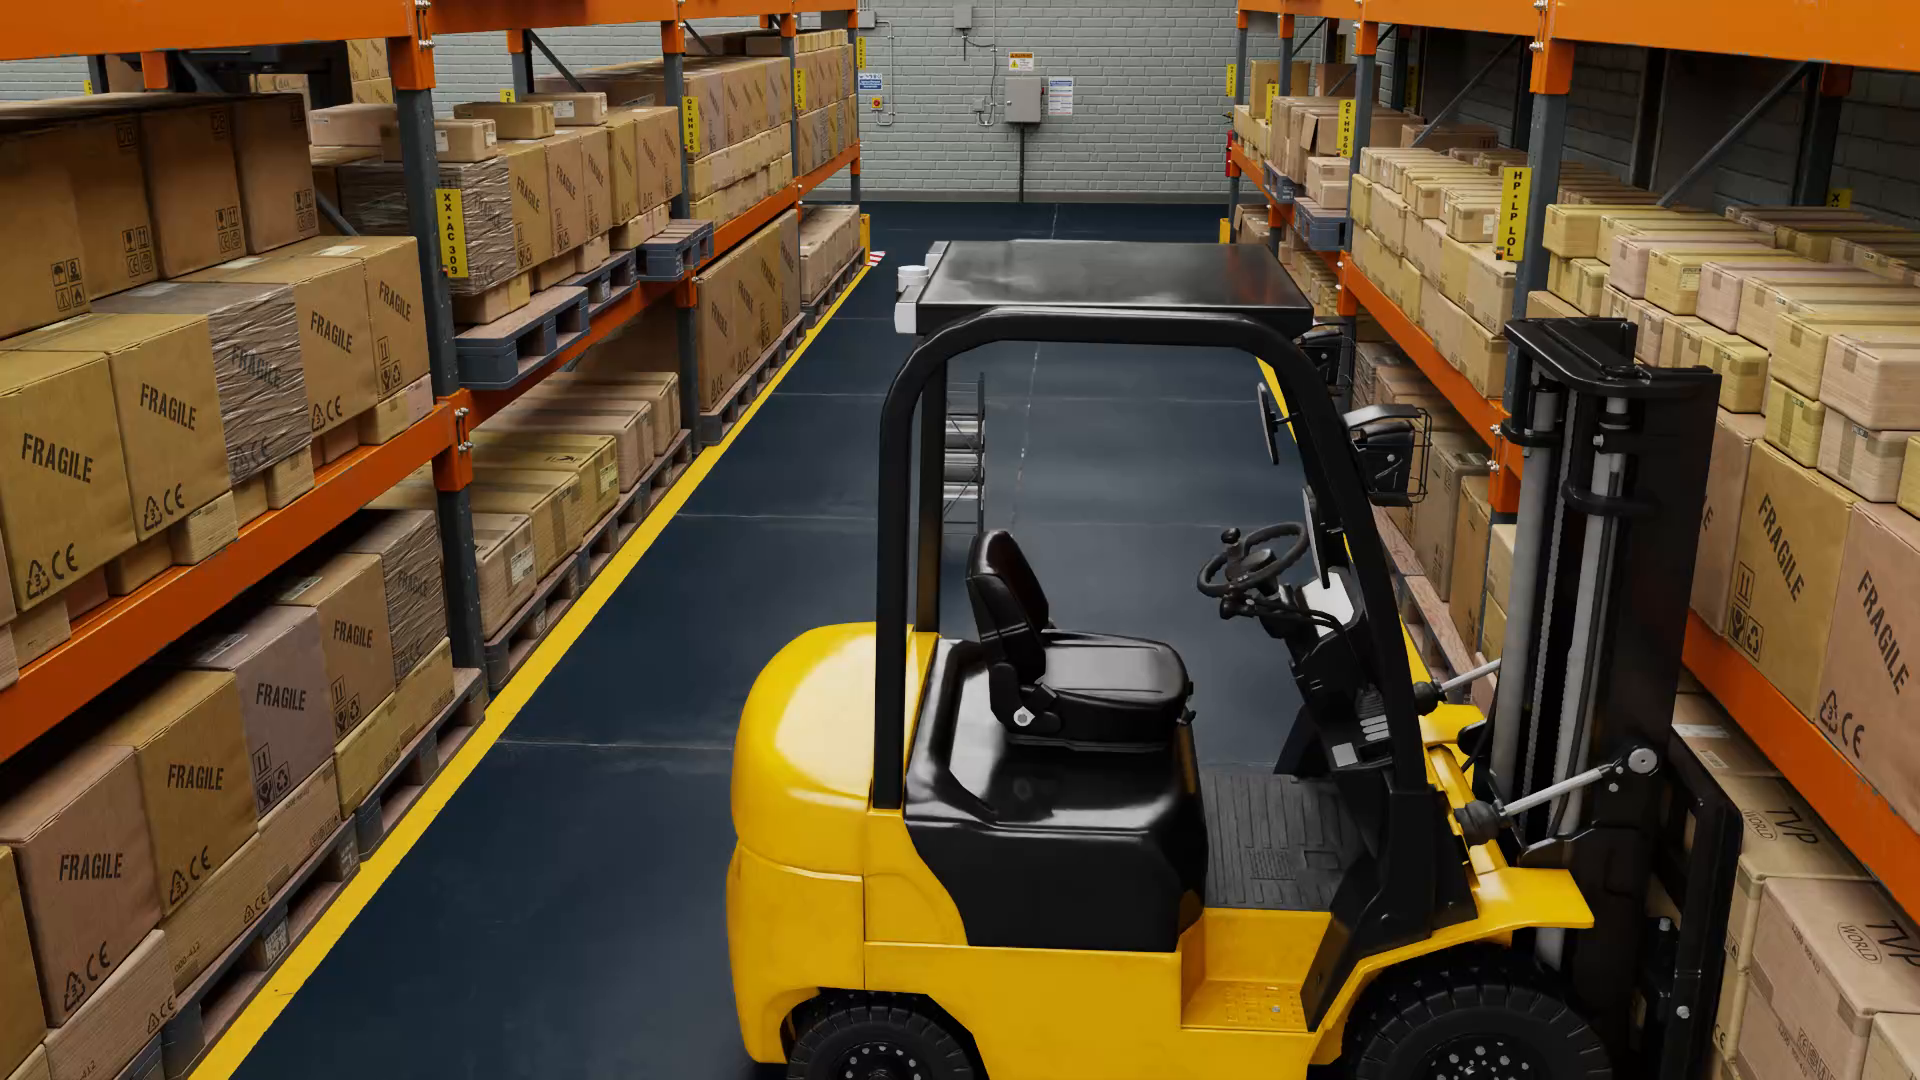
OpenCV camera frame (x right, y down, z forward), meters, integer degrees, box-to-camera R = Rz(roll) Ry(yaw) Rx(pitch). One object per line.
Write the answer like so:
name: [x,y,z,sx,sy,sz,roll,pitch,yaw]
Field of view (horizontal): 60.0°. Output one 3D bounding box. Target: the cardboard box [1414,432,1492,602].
cardboard box: [2.598,-0.108,7.574,0.875,0.625,0.625,1,18,3]

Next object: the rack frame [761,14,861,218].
rack frame: [-1.582,-4.470,17.748,1.000,3.000,0.127,1,18,4]

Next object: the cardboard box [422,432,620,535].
cardboard box: [-2.311,-0.296,8.556,0.950,0.372,0.625,2,18,6]

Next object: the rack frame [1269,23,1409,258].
rack frame: [3.082,-3.118,13.622,1.000,3.000,0.127,1,18,4]

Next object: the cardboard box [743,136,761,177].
cardboard box: [-1.738,-2.776,12.015,0.500,0.250,0.500,2,18,5]

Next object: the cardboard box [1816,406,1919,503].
cardboard box: [2.037,-0.181,3.455,0.380,0.149,0.250,1,18,2]

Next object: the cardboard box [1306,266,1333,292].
cardboard box: [2.760,-1.926,12.281,0.380,0.149,0.250,2,18,6]

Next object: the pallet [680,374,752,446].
pallet: [-2.024,-0.903,11.341,1.003,0.211,1.213,1,18,4]

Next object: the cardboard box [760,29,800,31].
cardboard box: [-1.832,-5.114,16.905,0.380,0.149,0.250,2,18,5]

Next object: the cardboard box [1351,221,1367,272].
cardboard box: [2.520,-1.672,9.450,0.500,0.250,0.500,1,18,4]

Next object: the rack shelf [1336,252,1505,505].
rack shelf: [2.652,-0.913,8.047,1.077,0.370,4.000,1,18,4]

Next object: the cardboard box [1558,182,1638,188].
cardboard box: [2.903,-1.566,7.683,0.380,0.149,0.250,1,18,4]

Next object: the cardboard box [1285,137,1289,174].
cardboard box: [2.600,-2.831,12.287,0.396,0.266,0.258,2,18,7]

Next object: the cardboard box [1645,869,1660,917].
cardboard box: [2.047,0.849,4.455,0.500,0.250,0.500,1,18,4]

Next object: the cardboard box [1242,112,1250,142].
cardboard box: [2.999,-3.982,16.020,0.500,0.250,0.500,1,18,3]

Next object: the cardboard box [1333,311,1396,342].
cardboard box: [2.578,-1.355,10.539,0.380,0.149,0.250,0,18,1]

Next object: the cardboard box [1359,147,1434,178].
cardboard box: [2.479,-2.139,9.432,0.380,0.149,0.250,2,18,6]

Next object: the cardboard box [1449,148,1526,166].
cardboard box: [2.974,-2.126,9.392,0.380,0.149,0.250,2,18,6]

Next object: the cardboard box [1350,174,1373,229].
cardboard box: [2.495,-1.910,9.374,0.500,0.250,0.500,1,18,4]

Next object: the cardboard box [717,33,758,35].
cardboard box: [-2.027,-4.476,14.957,0.380,0.149,0.250,1,18,3]

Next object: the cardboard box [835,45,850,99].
cardboard box: [-1.388,-4.675,16.606,0.500,0.500,0.500,1,18,4]

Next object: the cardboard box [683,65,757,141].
cardboard box: [-1.759,-3.127,11.883,0.500,0.500,0.500,2,18,5]

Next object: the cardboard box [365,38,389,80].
cardboard box: [-6.312,-5.066,17.321,0.500,0.500,0.500,1,18,3]

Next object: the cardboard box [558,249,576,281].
cardboard box: [-2.037,-1.311,7.835,0.380,0.149,0.250,1,18,4]

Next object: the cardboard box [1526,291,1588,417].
cardboard box: [2.216,-0.549,5.621,0.500,0.500,0.500,1,18,2]

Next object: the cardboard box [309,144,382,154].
cardboard box: [-2.604,-1.434,7.170,0.500,0.500,0.500,1,18,4]

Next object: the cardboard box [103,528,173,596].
cardboard box: [-2.338,0.035,4.403,0.380,0.149,0.250,1,18,2]

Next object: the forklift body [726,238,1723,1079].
forklift body: [0.538,0.383,4.301,2.313,2.155,1.214,1,18,4]

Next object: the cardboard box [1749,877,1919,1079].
cardboard box: [1.974,0.932,3.397,0.500,0.250,0.500,2,18,5]

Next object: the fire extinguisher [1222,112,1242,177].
fire extinguisher: [2.918,-4.202,17.654,0.296,0.674,0.183,1,18,4]

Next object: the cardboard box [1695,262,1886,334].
cardboard box: [2.176,-0.636,4.368,0.380,0.149,0.250,1,18,4]

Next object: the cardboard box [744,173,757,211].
cardboard box: [-1.775,-2.537,12.088,0.500,0.250,0.500,1,18,4]

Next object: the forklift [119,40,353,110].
forklift: [-4.676,-2.238,11.047,1.130,2.935,3.031,2,18,6]

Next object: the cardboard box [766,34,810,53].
cardboard box: [-1.530,-4.387,14.686,0.380,0.149,0.250,1,18,4]

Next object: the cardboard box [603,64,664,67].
cardboard box: [-2.265,-3.145,11.938,0.500,0.500,0.500,1,18,3]

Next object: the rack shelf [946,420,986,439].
rack shelf: [0.001,-0.570,8.745,0.258,0.077,0.200,1,18,4]

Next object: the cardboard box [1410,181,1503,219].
cardboard box: [2.315,-1.582,7.731,0.380,0.149,0.250,1,18,2]

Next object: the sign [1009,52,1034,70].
sign: [0.843,-6.588,22.884,0.339,0.242,0.001,1,18,4]

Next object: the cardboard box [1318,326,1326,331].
cardboard box: [2.657,-1.179,11.043,0.500,0.500,0.500,1,18,3]

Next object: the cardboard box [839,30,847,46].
cardboard box: [-1.337,-5.024,16.629,0.380,0.149,0.250,1,18,3]

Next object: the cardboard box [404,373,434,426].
cardboard box: [-2.162,-0.517,6.087,0.380,0.149,0.250,1,18,3]

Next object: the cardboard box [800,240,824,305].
cardboard box: [-1.717,-2.402,14.878,0.875,0.438,0.875,1,18,3]

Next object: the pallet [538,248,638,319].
pallet: [-2.257,-1.279,8.316,1.003,0.211,1.213,1,18,4]

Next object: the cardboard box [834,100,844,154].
cardboard box: [-1.431,-4.046,16.294,0.500,0.500,0.500,2,18,6]

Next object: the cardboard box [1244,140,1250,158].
cardboard box: [2.930,-3.746,15.942,0.380,0.149,0.250,1,18,2]

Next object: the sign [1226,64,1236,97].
sign: [2.828,-4.784,17.315,0.100,0.325,0.005,1,18,4]

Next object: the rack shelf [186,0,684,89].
rack shelf: [-2.299,-2.448,7.914,1.077,0.370,4.000,1,18,4]

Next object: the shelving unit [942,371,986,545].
shelving unit: [0.001,-0.430,8.791,0.258,0.900,0.210,1,18,4]

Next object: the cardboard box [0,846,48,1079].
cardboard box: [-2.395,0.998,3.597,0.500,0.500,0.500,1,18,2]

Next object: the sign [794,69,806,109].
sign: [-1.327,-3.731,13.761,0.100,0.325,0.005,1,18,4]

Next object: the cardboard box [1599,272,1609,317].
cardboard box: [2.215,-0.734,5.144,0.380,0.149,0.250,1,18,4]

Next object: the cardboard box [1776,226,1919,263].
cardboard box: [2.722,-0.865,5.066,0.380,0.149,0.250,1,18,3]

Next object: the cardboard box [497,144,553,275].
cardboard box: [-2.088,-1.426,7.146,0.500,0.500,0.500,1,18,4]

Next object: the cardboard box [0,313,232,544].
cardboard box: [-2.321,-0.308,4.407,0.500,0.500,0.500,1,18,3]

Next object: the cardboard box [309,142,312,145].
cardboard box: [-6.448,-3.763,15.992,0.380,0.149,0.250,2,18,6]

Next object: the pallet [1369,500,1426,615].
pallet: [2.607,0.082,8.334,1.003,0.211,1.213,1,18,4]

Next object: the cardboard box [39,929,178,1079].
cardboard box: [-2.352,1.204,4.174,0.500,0.250,0.500,2,18,6]
